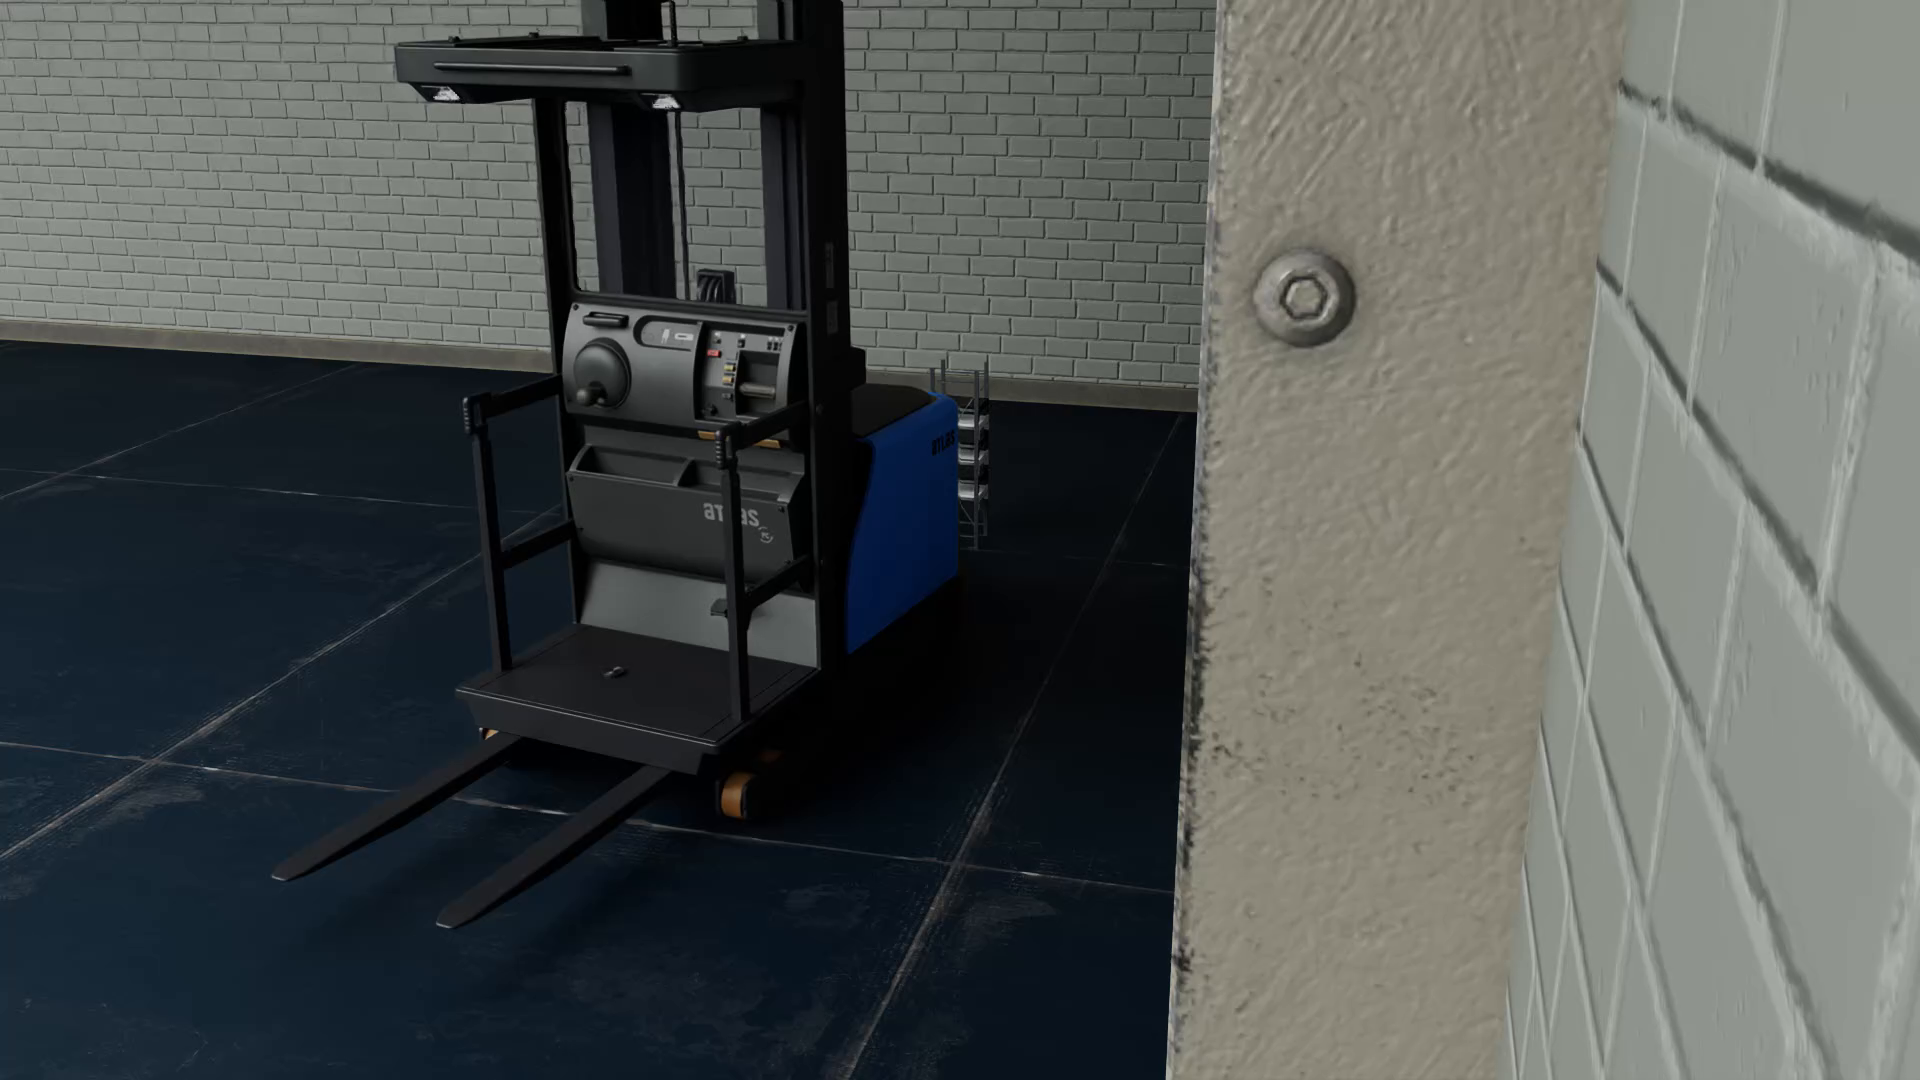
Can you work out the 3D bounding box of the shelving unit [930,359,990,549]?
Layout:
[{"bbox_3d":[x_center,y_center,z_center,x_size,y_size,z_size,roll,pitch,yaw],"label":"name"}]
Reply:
[{"bbox_3d":[-0.002,-0.423,8.211,0.258,0.900,0.210,5,19,13],"label":"shelving unit"}]

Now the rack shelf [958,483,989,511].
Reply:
[{"bbox_3d":[-0.002,-0.221,8.280,0.258,0.077,0.200,5,19,13],"label":"rack shelf"}]

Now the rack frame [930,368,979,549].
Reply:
[{"bbox_3d":[-0.027,-0.391,8.117,0.240,0.900,0.006,5,19,13],"label":"rack frame"}]

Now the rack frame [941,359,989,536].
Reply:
[{"bbox_3d":[0.023,-0.455,8.304,0.240,0.900,0.006,5,19,13],"label":"rack frame"}]

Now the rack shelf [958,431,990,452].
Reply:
[{"bbox_3d":[-0.002,-0.477,8.192,0.258,0.077,0.200,5,19,13],"label":"rack shelf"}]

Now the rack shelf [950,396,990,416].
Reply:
[{"bbox_3d":[-0.002,-0.647,8.134,0.258,0.077,0.200,5,19,13],"label":"rack shelf"}]

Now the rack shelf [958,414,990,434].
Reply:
[{"bbox_3d":[-0.002,-0.562,8.163,0.258,0.077,0.200,5,19,13],"label":"rack shelf"}]

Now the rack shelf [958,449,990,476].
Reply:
[{"bbox_3d":[-0.002,-0.392,8.221,0.258,0.077,0.200,5,19,13],"label":"rack shelf"}]

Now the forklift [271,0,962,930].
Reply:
[{"bbox_3d":[-1.066,-0.601,5.588,1.130,2.935,3.031,8,21,23],"label":"forklift"}]

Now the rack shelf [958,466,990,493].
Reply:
[{"bbox_3d":[-0.002,-0.307,8.250,0.258,0.077,0.200,5,19,13],"label":"rack shelf"}]
